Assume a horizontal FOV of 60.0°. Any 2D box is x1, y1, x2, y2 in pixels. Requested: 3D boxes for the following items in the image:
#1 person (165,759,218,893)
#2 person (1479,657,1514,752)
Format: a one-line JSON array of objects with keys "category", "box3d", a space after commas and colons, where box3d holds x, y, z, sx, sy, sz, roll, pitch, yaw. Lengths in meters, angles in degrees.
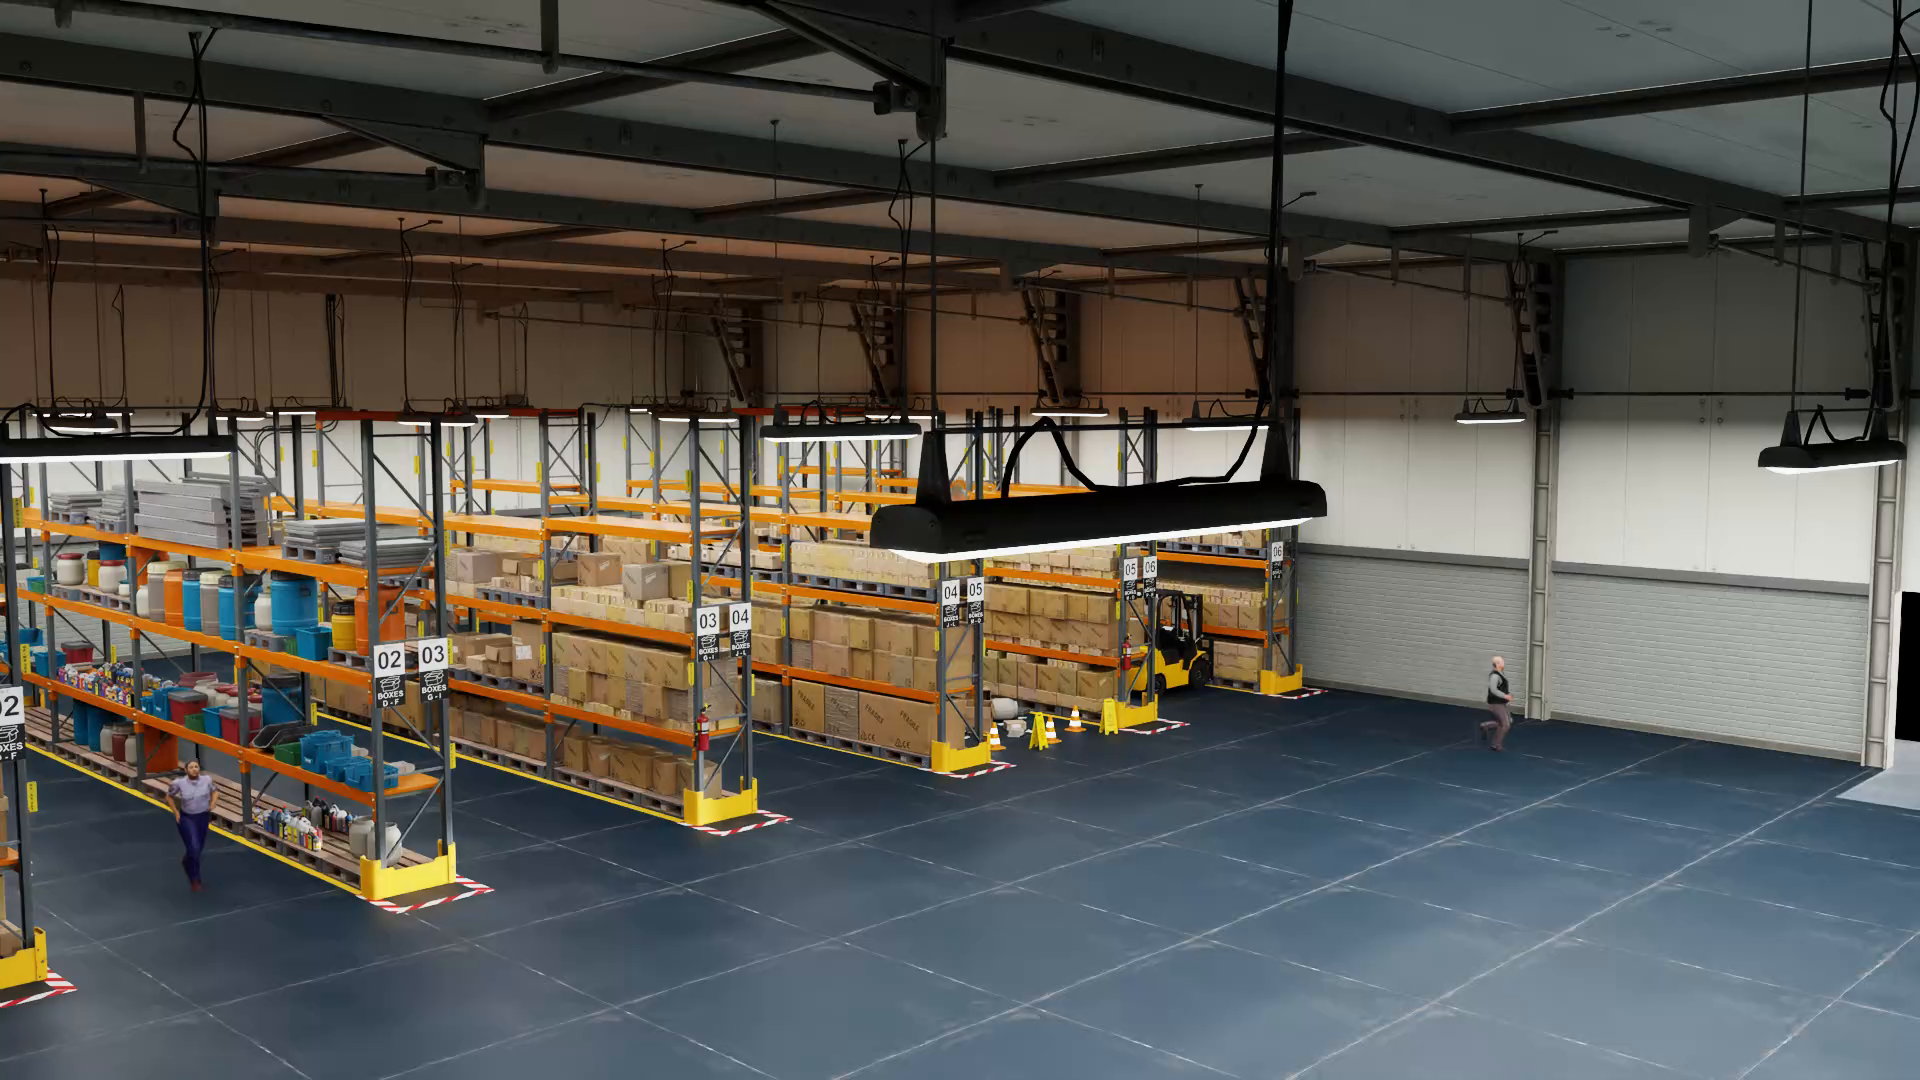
[{"category": "person", "box3d": [-9.848, 3.621, 21.379, 0.796, 1.686, 0.601, 5, 7, 42]}, {"category": "person", "box3d": [9.499, 2.896, 29.434, 0.609, 1.686, 0.691, 2, 5, 23]}]
